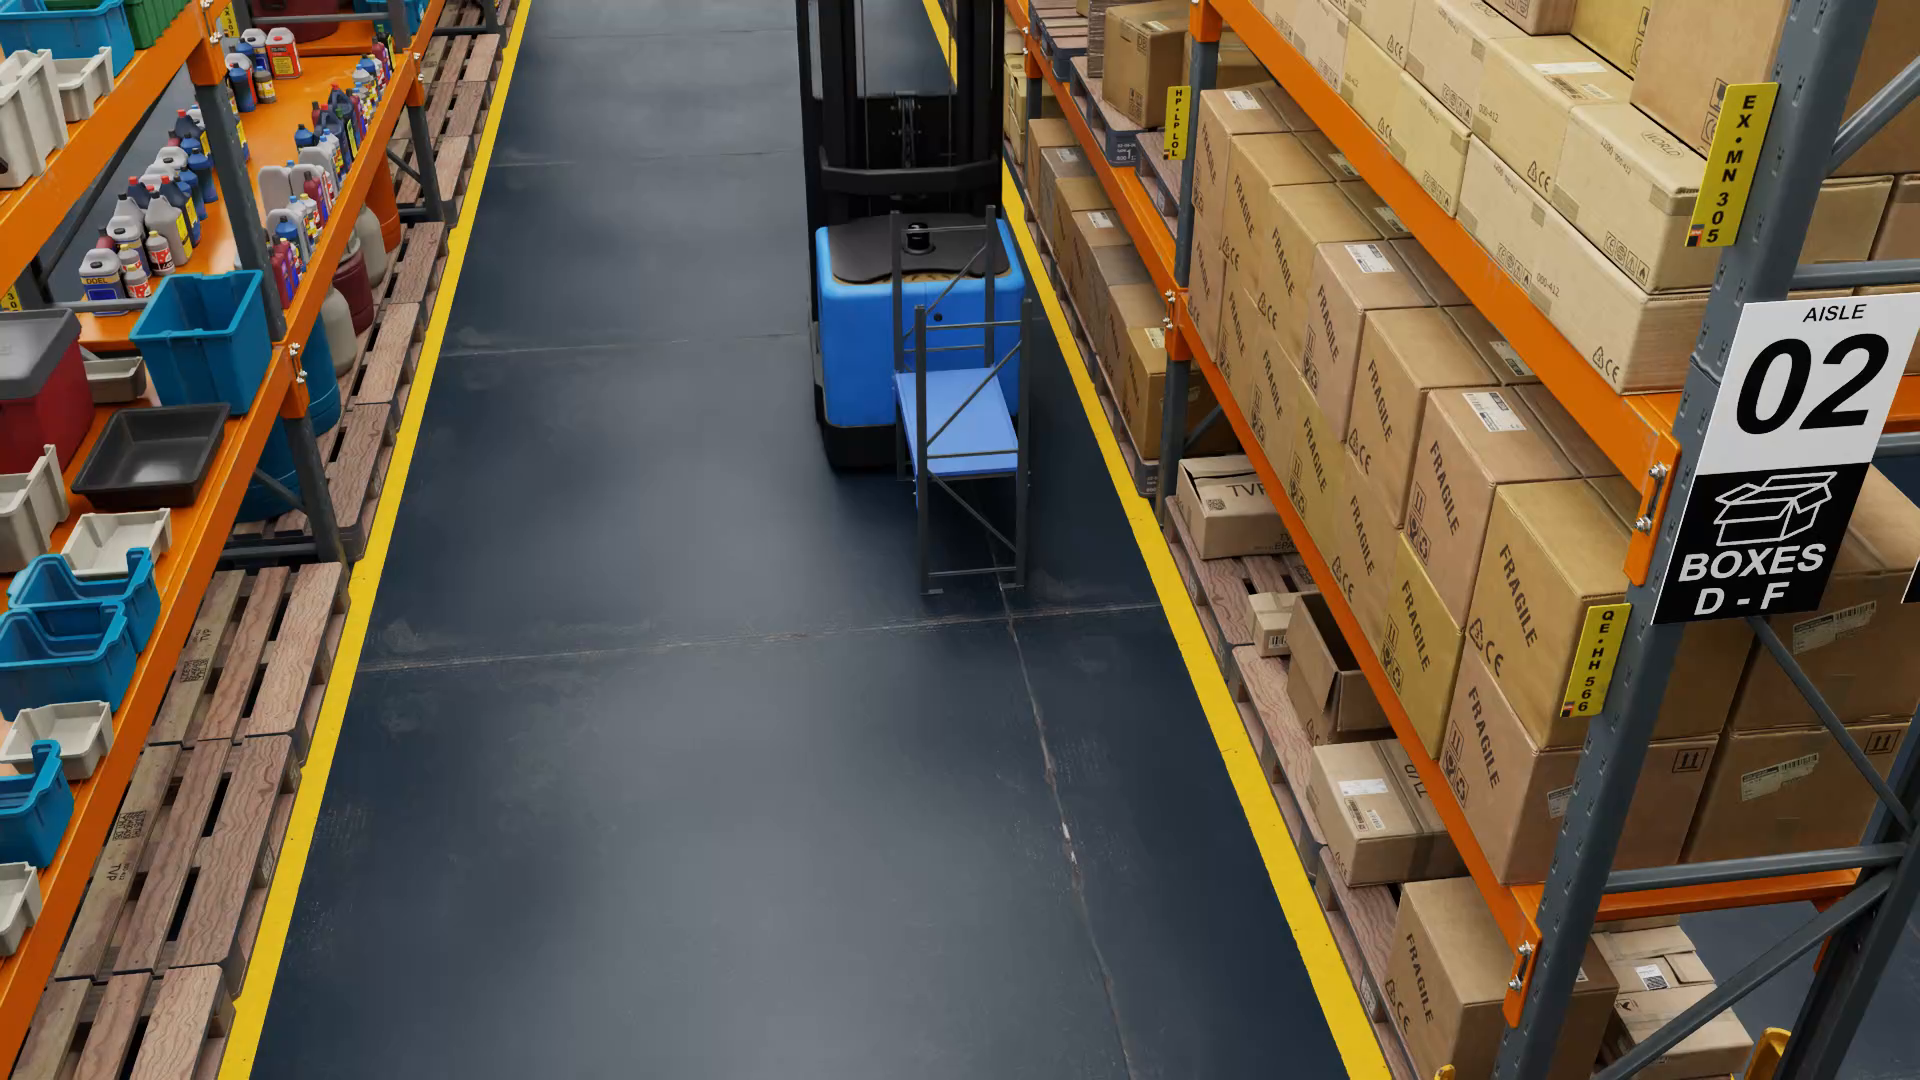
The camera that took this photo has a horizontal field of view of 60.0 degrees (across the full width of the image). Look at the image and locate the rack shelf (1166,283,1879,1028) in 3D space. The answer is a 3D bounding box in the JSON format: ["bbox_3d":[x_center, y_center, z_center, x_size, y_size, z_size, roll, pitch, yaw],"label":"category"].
[{"bbox_3d":[1.759,0.042,6.163,1.077,0.370,4.000,-4,35,-6],"label":"rack shelf"}]

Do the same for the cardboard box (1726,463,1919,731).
[{"bbox_3d":[2.229,0.139,4.406,0.500,0.500,0.500,-3,34,-5],"label":"cardboard box"}]

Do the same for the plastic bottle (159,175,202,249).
[{"bbox_3d":[-3.749,-1.580,7.948,0.144,0.351,0.185,-4,35,-6],"label":"plastic bottle"}]

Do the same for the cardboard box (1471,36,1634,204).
[{"bbox_3d":[1.638,-1.069,4.181,0.500,0.250,0.500,-4,35,-6],"label":"cardboard box"}]

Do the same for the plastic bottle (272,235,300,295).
[{"bbox_3d":[-3.064,-1.261,7.540,0.061,0.283,0.133,-4,35,-6],"label":"plastic bottle"}]

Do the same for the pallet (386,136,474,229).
[{"bbox_3d":[-4.023,-2.513,11.750,1.003,0.211,1.213,-4,35,-6],"label":"pallet"}]

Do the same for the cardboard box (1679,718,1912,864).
[{"bbox_3d":[2.229,0.552,4.687,0.500,0.500,0.500,-4,34,-5],"label":"cardboard box"}]

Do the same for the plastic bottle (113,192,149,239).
[{"bbox_3d":[-3.867,-1.466,7.781,0.144,0.351,0.185,-4,35,-6],"label":"plastic bottle"}]

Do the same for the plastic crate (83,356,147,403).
[{"bbox_3d":[-3.498,-0.643,6.711,0.396,0.136,0.243,-4,35,-6],"label":"plastic crate"}]

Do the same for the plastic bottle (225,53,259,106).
[{"bbox_3d":[-4.157,-2.655,9.592,0.152,0.276,0.135,-4,35,-6],"label":"plastic bottle"}]

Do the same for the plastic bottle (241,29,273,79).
[{"bbox_3d":[-4.219,-2.913,9.971,0.152,0.276,0.135,-4,35,-6],"label":"plastic bottle"}]

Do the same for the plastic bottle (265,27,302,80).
[{"bbox_3d":[-4.069,-2.924,9.988,0.152,0.276,0.135,-4,35,-6],"label":"plastic bottle"}]

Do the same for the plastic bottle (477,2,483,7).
[{"bbox_3d":[-4.280,-4.902,14.802,0.061,0.283,0.133,-4,35,-6],"label":"plastic bottle"}]

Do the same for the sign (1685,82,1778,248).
[{"bbox_3d":[1.475,-0.713,3.183,0.100,0.325,0.005,-4,35,-6],"label":"sign"}]

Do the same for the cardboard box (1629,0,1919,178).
[{"bbox_3d":[1.942,-1.118,3.587,0.700,0.500,0.500,-4,35,-6],"label":"cardboard box"}]

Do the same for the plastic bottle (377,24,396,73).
[{"bbox_3d":[-3.480,-2.988,10.075,0.061,0.283,0.133,-4,35,-6],"label":"plastic bottle"}]

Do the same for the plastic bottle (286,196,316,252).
[{"bbox_3d":[-3.142,-1.503,7.906,0.097,0.271,0.097,0,34,0],"label":"plastic bottle"}]

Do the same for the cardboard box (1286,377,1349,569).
[{"bbox_3d":[1.495,-0.259,5.877,0.500,0.500,0.500,-5,35,-7],"label":"cardboard box"}]

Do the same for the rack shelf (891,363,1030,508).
[{"bbox_3d":[-0.011,-0.519,7.999,0.538,0.185,1.000,-4,35,-6],"label":"rack shelf"}]

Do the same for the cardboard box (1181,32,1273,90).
[{"bbox_3d":[1.492,-2.246,8.421,0.700,0.500,0.500,1,34,1],"label":"cardboard box"}]

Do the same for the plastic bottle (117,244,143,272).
[{"bbox_3d":[-3.793,-1.253,7.601,0.097,0.201,0.097,0,34,0],"label":"plastic bottle"}]

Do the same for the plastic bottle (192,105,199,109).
[{"bbox_3d":[-4.075,-2.200,8.928,0.097,0.271,0.097,0,34,0],"label":"plastic bottle"}]

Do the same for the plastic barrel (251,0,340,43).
[{"bbox_3d":[-4.320,-3.522,10.634,0.600,0.536,0.708,-4,35,-6],"label":"plastic barrel"}]

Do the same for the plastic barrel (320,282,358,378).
[{"bbox_3d":[-3.558,-1.165,9.133,0.421,0.512,0.421,0,34,0],"label":"plastic barrel"}]

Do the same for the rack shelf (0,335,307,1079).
[{"bbox_3d":[-3.150,0.415,5.616,1.077,0.370,4.000,-4,35,-6],"label":"rack shelf"}]

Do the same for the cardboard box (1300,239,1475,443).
[{"bbox_3d":[1.483,-0.678,5.605,0.500,0.500,0.500,-3,34,-5],"label":"cardboard box"}]

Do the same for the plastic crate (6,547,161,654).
[{"bbox_3d":[-2.806,0.214,5.368,0.416,0.233,0.300,-4,35,-6],"label":"plastic crate"}]

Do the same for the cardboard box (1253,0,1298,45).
[{"bbox_3d":[1.373,-1.979,5.960,0.500,0.250,0.500,-4,35,-6],"label":"cardboard box"}]

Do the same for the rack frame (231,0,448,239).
[{"bbox_3d":[-3.957,-3.230,10.326,1.000,3.000,0.127,-4,35,-6],"label":"rack frame"}]

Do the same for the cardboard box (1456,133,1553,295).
[{"bbox_3d":[1.641,-0.863,4.322,0.500,0.250,0.500,-4,35,-6],"label":"cardboard box"}]

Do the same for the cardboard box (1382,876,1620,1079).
[{"bbox_3d":[1.710,1.428,5.321,0.500,0.500,0.500,-4,35,-6],"label":"cardboard box"}]

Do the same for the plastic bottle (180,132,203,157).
[{"bbox_3d":[-3.959,-1.972,8.594,0.097,0.271,0.097,0,34,0],"label":"plastic bottle"}]

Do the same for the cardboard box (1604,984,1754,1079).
[{"bbox_3d":[2.312,1.598,5.383,0.380,0.149,0.250,-4,35,-6],"label":"cardboard box"}]

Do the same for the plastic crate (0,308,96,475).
[{"bbox_3d":[-3.548,-0.532,6.257,0.402,0.464,0.583,-4,35,-6],"label":"plastic crate"}]

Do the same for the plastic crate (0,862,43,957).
[{"bbox_3d":[-2.549,0.970,4.343,0.250,0.136,0.298,-4,35,-6],"label":"plastic crate"}]

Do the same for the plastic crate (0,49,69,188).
[{"bbox_3d":[-2.873,-1.217,4.813,0.437,0.282,0.530,-4,35,-6],"label":"plastic crate"}]

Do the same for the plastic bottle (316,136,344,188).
[{"bbox_3d":[-3.248,-1.945,8.554,0.097,0.271,0.097,0,34,0],"label":"plastic bottle"}]

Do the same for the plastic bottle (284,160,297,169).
[{"bbox_3d":[-3.381,-1.829,8.447,0.097,0.201,0.097,0,34,0],"label":"plastic bottle"}]

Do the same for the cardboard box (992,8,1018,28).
[{"bbox_3d":[0.431,-3.997,13.022,0.500,0.311,0.500,-3,34,-5],"label":"cardboard box"}]

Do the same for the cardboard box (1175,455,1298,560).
[{"bbox_3d":[1.332,-0.191,7.864,0.500,0.311,0.500,-4,35,-6],"label":"cardboard box"}]

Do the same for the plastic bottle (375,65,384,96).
[{"bbox_3d":[-3.438,-2.706,9.733,0.097,0.201,0.097,0,34,0],"label":"plastic bottle"}]

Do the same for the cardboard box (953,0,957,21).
[{"bbox_3d":[0.222,-4.629,14.447,0.500,0.250,0.500,-5,35,-8],"label":"cardboard box"}]

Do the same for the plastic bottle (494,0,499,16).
[{"bbox_3d":[-4.104,-4.728,14.556,0.097,0.271,0.097,0,34,0],"label":"plastic bottle"}]

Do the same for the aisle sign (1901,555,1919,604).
[{"bbox_3d":[2.328,-0.197,3.567,0.394,0.787,0.004,-4,35,-6],"label":"aisle sign"}]

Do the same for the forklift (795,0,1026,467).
[{"bbox_3d":[-0.338,-2.408,9.181,1.130,2.935,3.031,-4,34,-5],"label":"forklift"}]

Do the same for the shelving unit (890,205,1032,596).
[{"bbox_3d":[-0.011,-0.667,7.897,0.538,1.500,1.048,-4,35,-6],"label":"shelving unit"}]

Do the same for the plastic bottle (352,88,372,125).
[{"bbox_3d":[-3.373,-2.434,9.334,0.097,0.201,0.097,0,34,0],"label":"plastic bottle"}]

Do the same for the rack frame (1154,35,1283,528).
[{"bbox_3d":[1.490,-1.371,7.598,1.000,3.000,0.127,-4,35,-6],"label":"rack frame"}]

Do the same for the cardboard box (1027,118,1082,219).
[{"bbox_3d":[0.730,-2.476,11.049,0.500,0.500,0.500,-3,34,-4],"label":"cardboard box"}]

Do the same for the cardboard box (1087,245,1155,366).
[{"bbox_3d":[1.014,-1.330,9.367,0.500,0.500,0.500,-4,34,-6],"label":"cardboard box"}]

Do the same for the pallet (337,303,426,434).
[{"bbox_3d":[-3.649,-0.962,9.474,1.003,0.211,1.213,-4,35,-6],"label":"pallet"}]

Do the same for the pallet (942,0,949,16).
[{"bbox_3d":[0.348,-5.130,15.590,1.003,0.211,1.213,-4,35,-6],"label":"pallet"}]

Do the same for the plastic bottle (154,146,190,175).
[{"bbox_3d":[-3.959,-1.832,8.385,0.152,0.276,0.135,-4,35,-6],"label":"plastic bottle"}]

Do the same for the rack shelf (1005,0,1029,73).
[{"bbox_3d":[0.683,-4.422,12.714,1.077,0.370,4.000,-4,35,-6],"label":"rack shelf"}]

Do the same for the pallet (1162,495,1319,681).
[{"bbox_3d":[1.581,0.165,7.821,1.003,0.211,1.213,-4,35,-6],"label":"pallet"}]

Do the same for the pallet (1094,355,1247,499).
[{"bbox_3d":[1.343,-0.670,9.045,1.003,0.211,1.213,-4,35,-6],"label":"pallet"}]
